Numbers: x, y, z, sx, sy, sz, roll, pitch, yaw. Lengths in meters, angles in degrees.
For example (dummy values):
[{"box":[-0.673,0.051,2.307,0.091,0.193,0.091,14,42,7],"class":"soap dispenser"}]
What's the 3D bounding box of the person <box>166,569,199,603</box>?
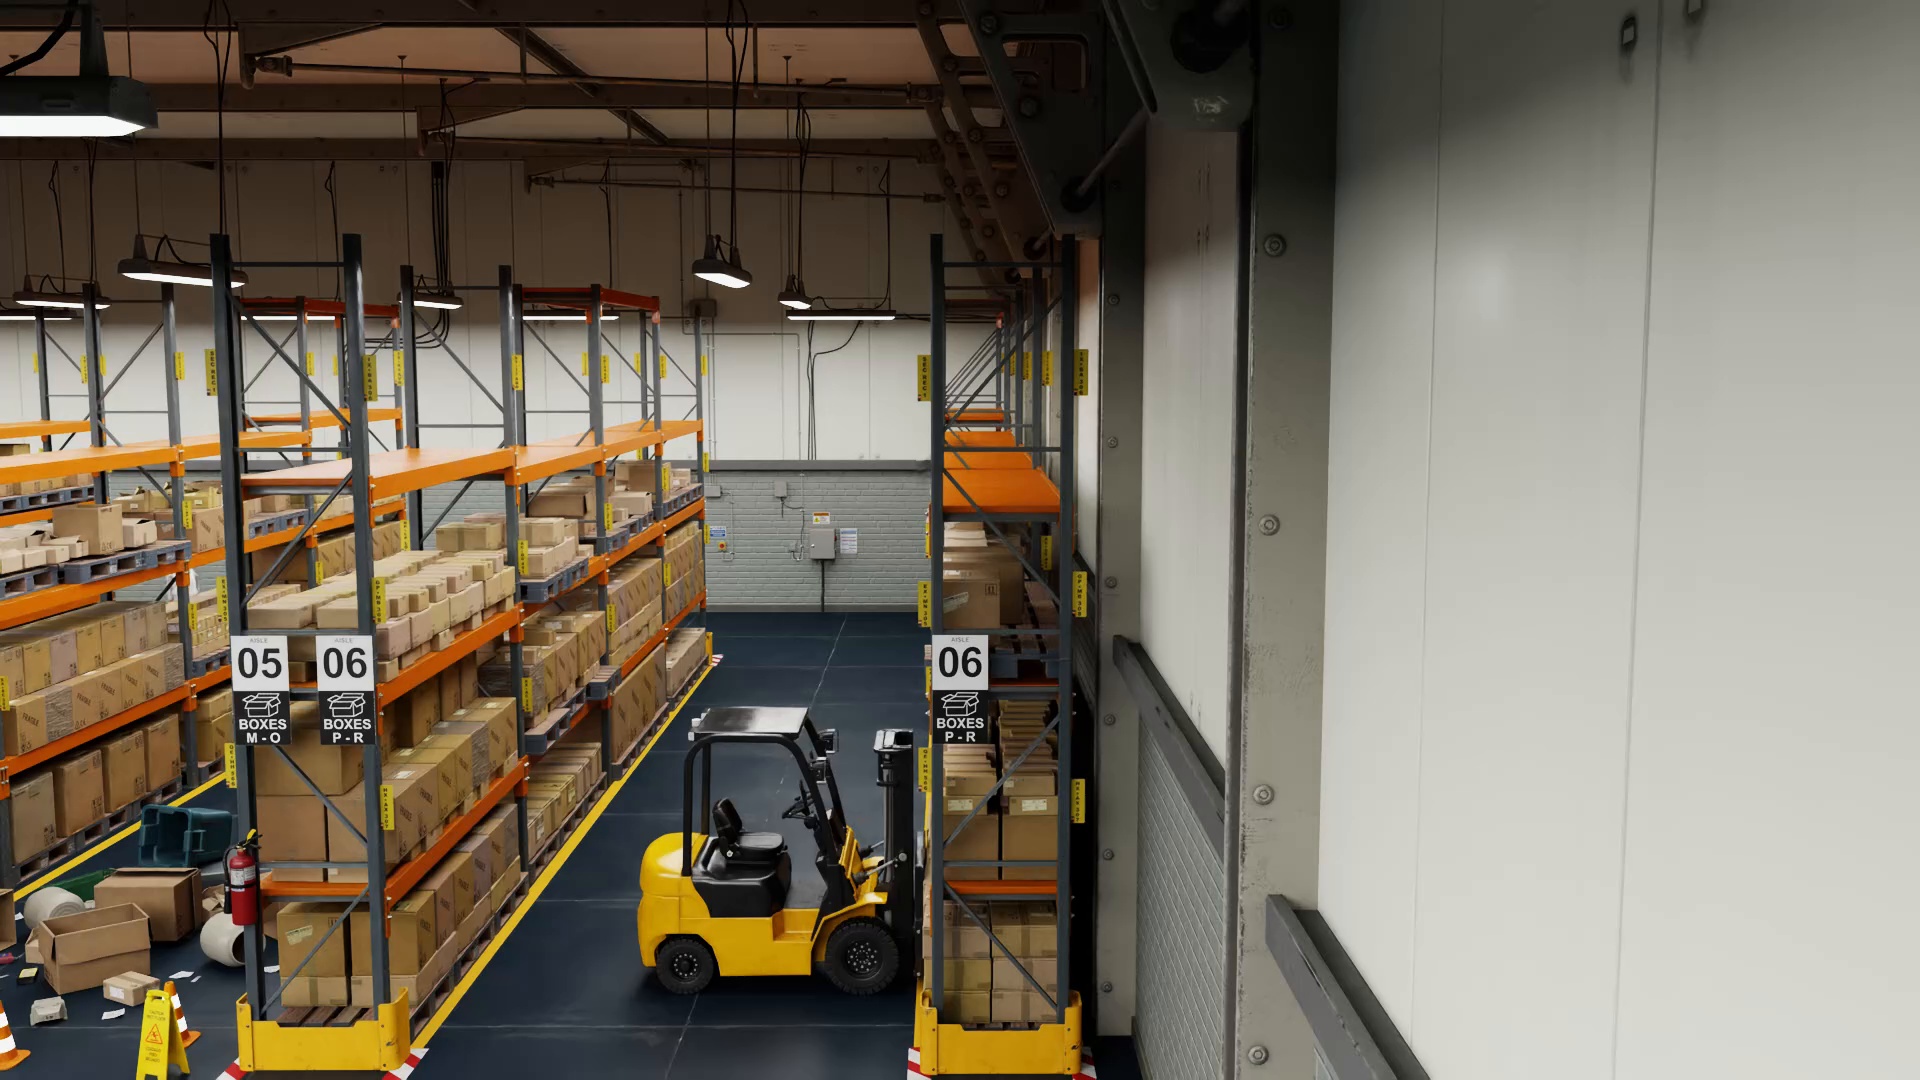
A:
[{"box":[-13.624,1.090,29.168,0.535,1.738,0.983,-3,7,-24],"class":"person"}]
